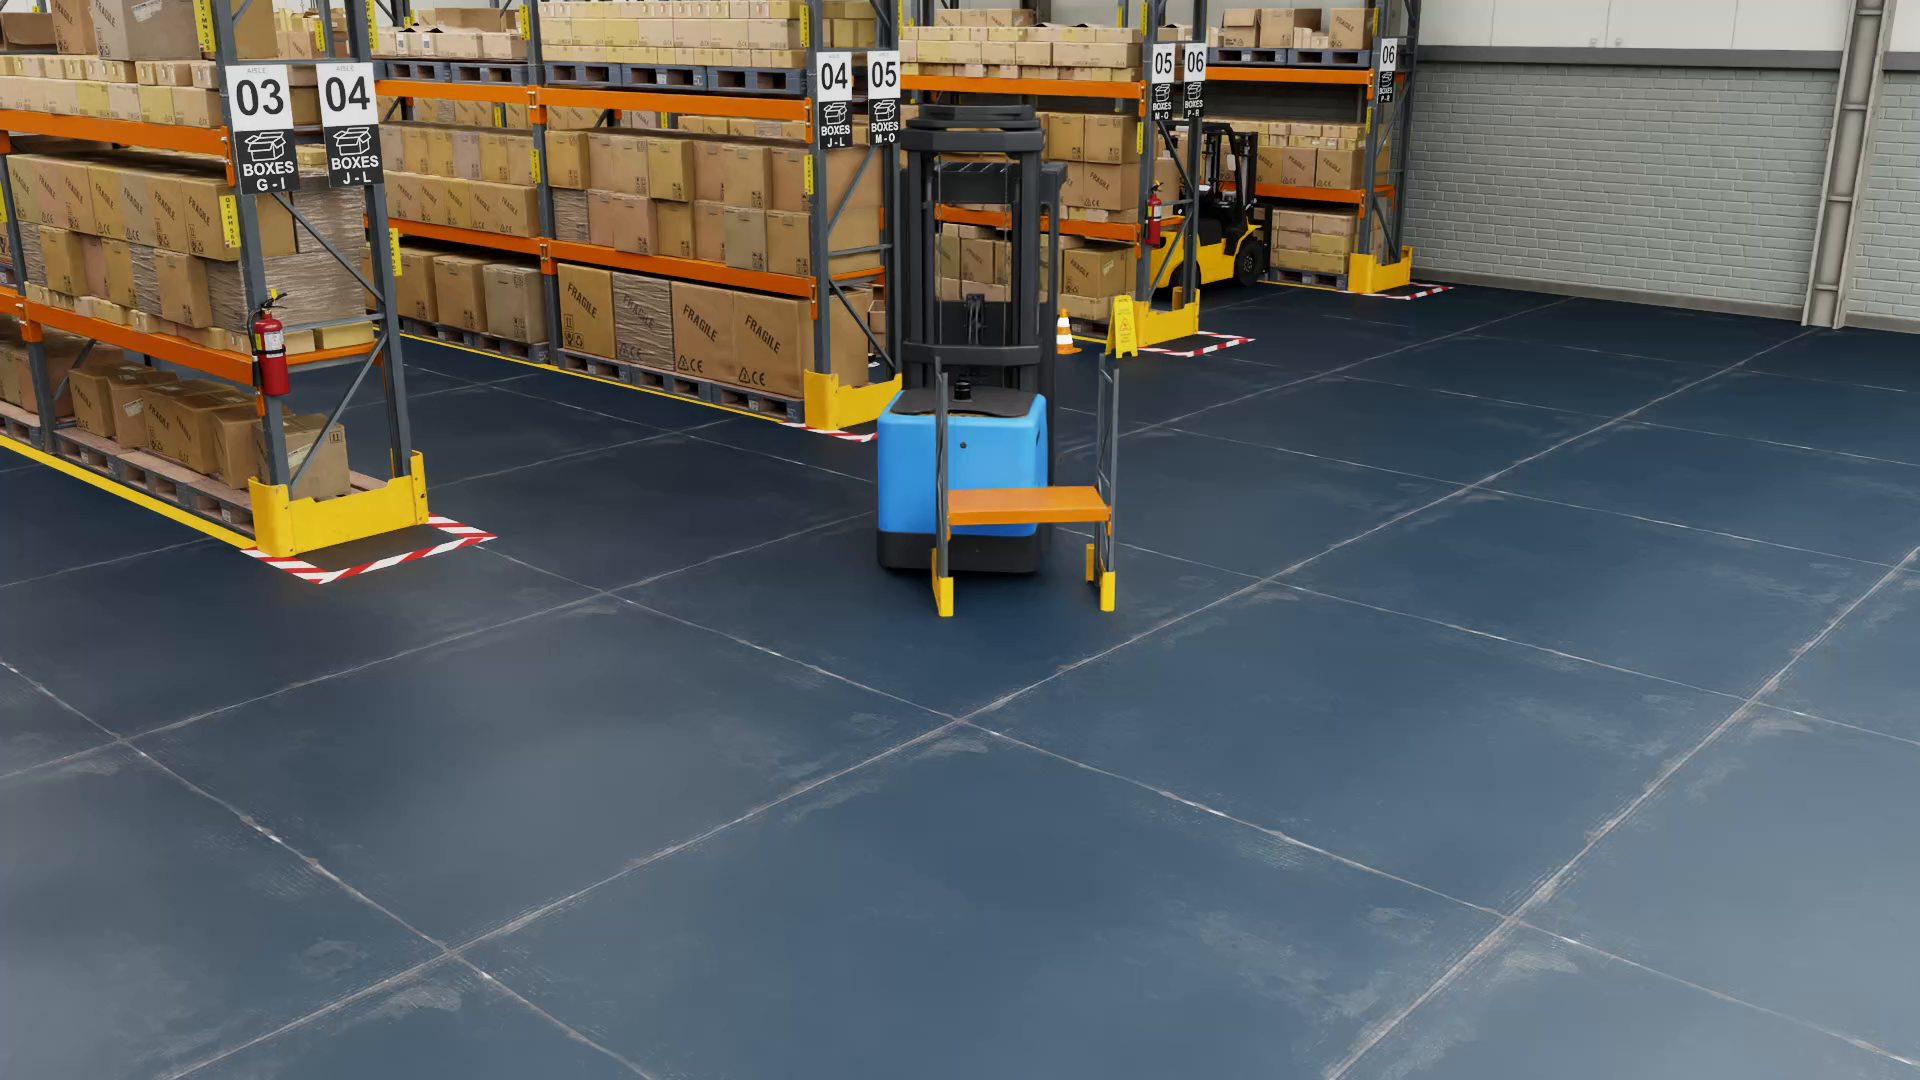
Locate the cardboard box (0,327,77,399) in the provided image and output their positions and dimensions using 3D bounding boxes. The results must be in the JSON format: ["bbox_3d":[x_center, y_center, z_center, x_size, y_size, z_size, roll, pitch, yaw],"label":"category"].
[{"bbox_3d":[-8.478,-1.614,15.145,0.500,0.500,0.700,13,22,35],"label":"cardboard box"}]

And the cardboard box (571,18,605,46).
[{"bbox_3d":[-3.344,-4.843,15.851,0.500,0.250,0.500,15,23,39],"label":"cardboard box"}]

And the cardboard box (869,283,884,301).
[{"bbox_3d":[-0.794,-2.785,19.555,0.500,0.500,0.500,-3,18,-8],"label":"cardboard box"}]

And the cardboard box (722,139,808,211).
[{"bbox_3d":[-1.635,-3.314,15.061,0.550,0.550,0.875,15,23,39],"label":"cardboard box"}]

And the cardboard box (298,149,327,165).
[{"bbox_3d":[-7.565,-4.519,19.631,0.250,0.149,0.380,14,22,37],"label":"cardboard box"}]

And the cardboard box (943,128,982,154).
[{"bbox_3d":[0.218,-4.812,19.506,0.500,0.500,0.700,14,23,38],"label":"cardboard box"}]

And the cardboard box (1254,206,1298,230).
[{"bbox_3d":[4.270,-4.407,22.737,0.500,0.250,0.500,15,23,40],"label":"cardboard box"}]

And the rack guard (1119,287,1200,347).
[{"bbox_3d":[2.243,-2.519,18.721,0.348,0.500,1.175,15,23,39],"label":"rack guard"}]

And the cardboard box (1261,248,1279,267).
[{"bbox_3d":[4.297,-3.935,22.905,0.500,0.250,0.500,15,23,40],"label":"cardboard box"}]

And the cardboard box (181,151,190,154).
[{"bbox_3d":[-9.896,-5.003,21.647,0.250,0.149,0.380,15,23,40],"label":"cardboard box"}]

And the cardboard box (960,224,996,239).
[{"bbox_3d":[0.212,-3.680,19.787,0.250,0.149,0.380,17,24,42],"label":"cardboard box"}]

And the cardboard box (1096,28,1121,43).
[{"bbox_3d":[1.683,-5.446,17.953,0.250,0.149,0.380,16,23,40],"label":"cardboard box"}]

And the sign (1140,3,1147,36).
[{"bbox_3d":[1.916,-5.425,17.324,0.005,0.325,0.100,15,23,39],"label":"sign"}]

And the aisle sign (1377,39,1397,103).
[{"bbox_3d":[5.446,-5.978,21.192,0.004,0.787,0.394,15,23,39],"label":"aisle sign"}]

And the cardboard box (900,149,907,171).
[{"bbox_3d":[-0.548,-4.536,20.288,0.500,0.500,0.500,15,23,39],"label":"cardboard box"}]

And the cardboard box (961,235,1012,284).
[{"bbox_3d":[0.365,-3.356,19.839,0.500,0.500,0.500,17,24,42],"label":"cardboard box"}]

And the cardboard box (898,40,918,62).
[{"bbox_3d":[-0.545,-5.848,19.876,0.500,0.250,0.500,14,23,38],"label":"cardboard box"}]

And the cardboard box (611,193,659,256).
[{"bbox_3d":[-2.866,-3.117,16.228,0.550,0.550,0.875,15,23,39],"label":"cardboard box"}]

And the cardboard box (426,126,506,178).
[{"bbox_3d":[-5.418,-4.286,18.341,0.500,0.500,0.700,15,23,39],"label":"cardboard box"}]

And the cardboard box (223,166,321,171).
[{"bbox_3d":[-4.878,-2.393,11.882,0.500,0.500,0.500,15,23,39],"label":"cardboard box"}]

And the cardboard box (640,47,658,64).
[{"bbox_3d":[-2.718,-4.460,15.304,0.250,0.149,0.380,15,23,40],"label":"cardboard box"}]

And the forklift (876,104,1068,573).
[{"bbox_3d":[0.168,-1.587,11.766,1.130,2.935,3.031,2,18,7],"label":"forklift"}]

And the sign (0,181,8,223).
[{"bbox_3d":[-7.636,-2.681,13.188,0.005,0.325,0.100,15,23,39],"label":"sign"}]

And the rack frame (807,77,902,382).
[{"bbox_3d":[-0.910,-2.555,14.702,0.127,3.000,1.000,15,23,39],"label":"rack frame"}]

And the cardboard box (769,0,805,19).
[{"bbox_3d":[-1.388,-4.483,14.058,0.250,0.149,0.380,15,23,40],"label":"cardboard box"}]

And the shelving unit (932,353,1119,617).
[{"bbox_3d":[0.385,-0.349,10.231,1.083,1.500,0.587,-2,18,-5],"label":"shelving unit"}]

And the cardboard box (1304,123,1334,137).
[{"bbox_3d":[4.765,-5.430,22.034,0.250,0.149,0.380,16,23,40],"label":"cardboard box"}]

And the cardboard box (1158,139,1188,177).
[{"bbox_3d":[3.159,-5.420,23.567,0.500,0.500,0.500,16,23,40],"label":"cardboard box"}]

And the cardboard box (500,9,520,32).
[{"bbox_3d":[-6.976,-7.995,25.861,0.500,0.500,0.500,16,23,40],"label":"cardboard box"}]

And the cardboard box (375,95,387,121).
[{"bbox_3d":[-9.498,-7.271,27.745,0.500,0.500,0.500,14,23,38],"label":"cardboard box"}]

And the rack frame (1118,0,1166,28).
[{"bbox_3d":[2.600,-8.481,23.459,0.127,3.000,1.000,15,23,39],"label":"rack frame"}]

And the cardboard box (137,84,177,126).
[{"bbox_3d":[-5.183,-2.950,11.237,0.500,0.250,0.500,15,23,40],"label":"cardboard box"}]

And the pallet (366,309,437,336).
[{"bbox_3d":[-6.354,-2.656,19.633,1.213,0.211,1.003,15,23,39],"label":"pallet"}]

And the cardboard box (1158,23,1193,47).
[{"bbox_3d":[3.060,-7.035,23.148,0.500,0.311,0.500,16,23,40],"label":"cardboard box"}]

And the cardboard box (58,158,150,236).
[{"bbox_3d":[-6.354,-2.573,12.452,0.500,0.500,0.500,15,23,39],"label":"cardboard box"}]

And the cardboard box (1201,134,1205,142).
[{"bbox_3d":[3.402,-5.638,23.181,0.250,0.149,0.380,15,23,39],"label":"cardboard box"}]

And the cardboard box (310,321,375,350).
[{"bbox_3d":[-4.333,-1.444,11.618,0.250,0.149,0.380,15,23,39],"label":"cardboard box"}]

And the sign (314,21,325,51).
[{"bbox_3d":[-7.256,-5.715,18.846,0.005,0.325,0.100,15,23,39],"label":"sign"}]

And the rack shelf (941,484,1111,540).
[{"bbox_3d":[0.394,-0.177,10.286,1.000,0.185,0.538,-2,18,-5],"label":"rack shelf"}]

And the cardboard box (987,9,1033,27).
[{"bbox_3d":[0.749,-7.745,25.074,0.500,0.500,0.500,16,23,41],"label":"cardboard box"}]

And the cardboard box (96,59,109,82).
[{"bbox_3d":[-5.836,-3.314,11.727,0.250,0.149,0.380,14,22,37],"label":"cardboard box"}]

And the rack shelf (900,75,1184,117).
[{"bbox_3d":[0.804,-5.183,19.215,4.000,0.370,1.077,15,23,39],"label":"rack shelf"}]

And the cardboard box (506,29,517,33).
[{"bbox_3d":[-6.534,-7.490,24.824,0.258,0.266,0.396,15,23,39],"label":"cardboard box"}]

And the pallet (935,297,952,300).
[{"bbox_3d":[-0.166,-3.042,20.848,1.213,0.211,1.003,15,23,39],"label":"pallet"}]

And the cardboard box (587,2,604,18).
[{"bbox_3d":[-3.285,-4.993,15.664,0.250,0.149,0.380,15,23,38],"label":"cardboard box"}]

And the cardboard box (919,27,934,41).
[{"bbox_3d":[-0.268,-5.950,19.540,0.250,0.149,0.380,14,22,38],"label":"cardboard box"}]

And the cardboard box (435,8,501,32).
[{"bbox_3d":[-5.408,-5.600,18.316,0.500,0.500,0.500,15,23,39],"label":"cardboard box"}]

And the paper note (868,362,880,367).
[{"bbox_3d":[-0.925,-1.829,17.328,0.144,0.017,0.142,-9,20,-27],"label":"paper note"}]

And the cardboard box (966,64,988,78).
[{"bbox_3d":[0.284,-5.411,19.160,0.250,0.149,0.380,14,23,38],"label":"cardboard box"}]

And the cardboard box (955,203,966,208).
[{"bbox_3d":[0.155,-4.053,19.839,0.250,0.149,0.380,15,23,39],"label":"cardboard box"}]

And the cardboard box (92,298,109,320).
[{"bbox_3d":[-6.358,-1.779,12.675,0.250,0.149,0.380,15,23,39],"label":"cardboard box"}]

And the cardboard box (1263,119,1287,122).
[{"bbox_3d":[4.344,-5.750,23.041,0.250,0.149,0.380,15,23,40],"label":"cardboard box"}]

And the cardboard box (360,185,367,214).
[{"bbox_3d":[-6.737,-4.057,19.272,0.500,0.500,0.500,15,23,40],"label":"cardboard box"}]
